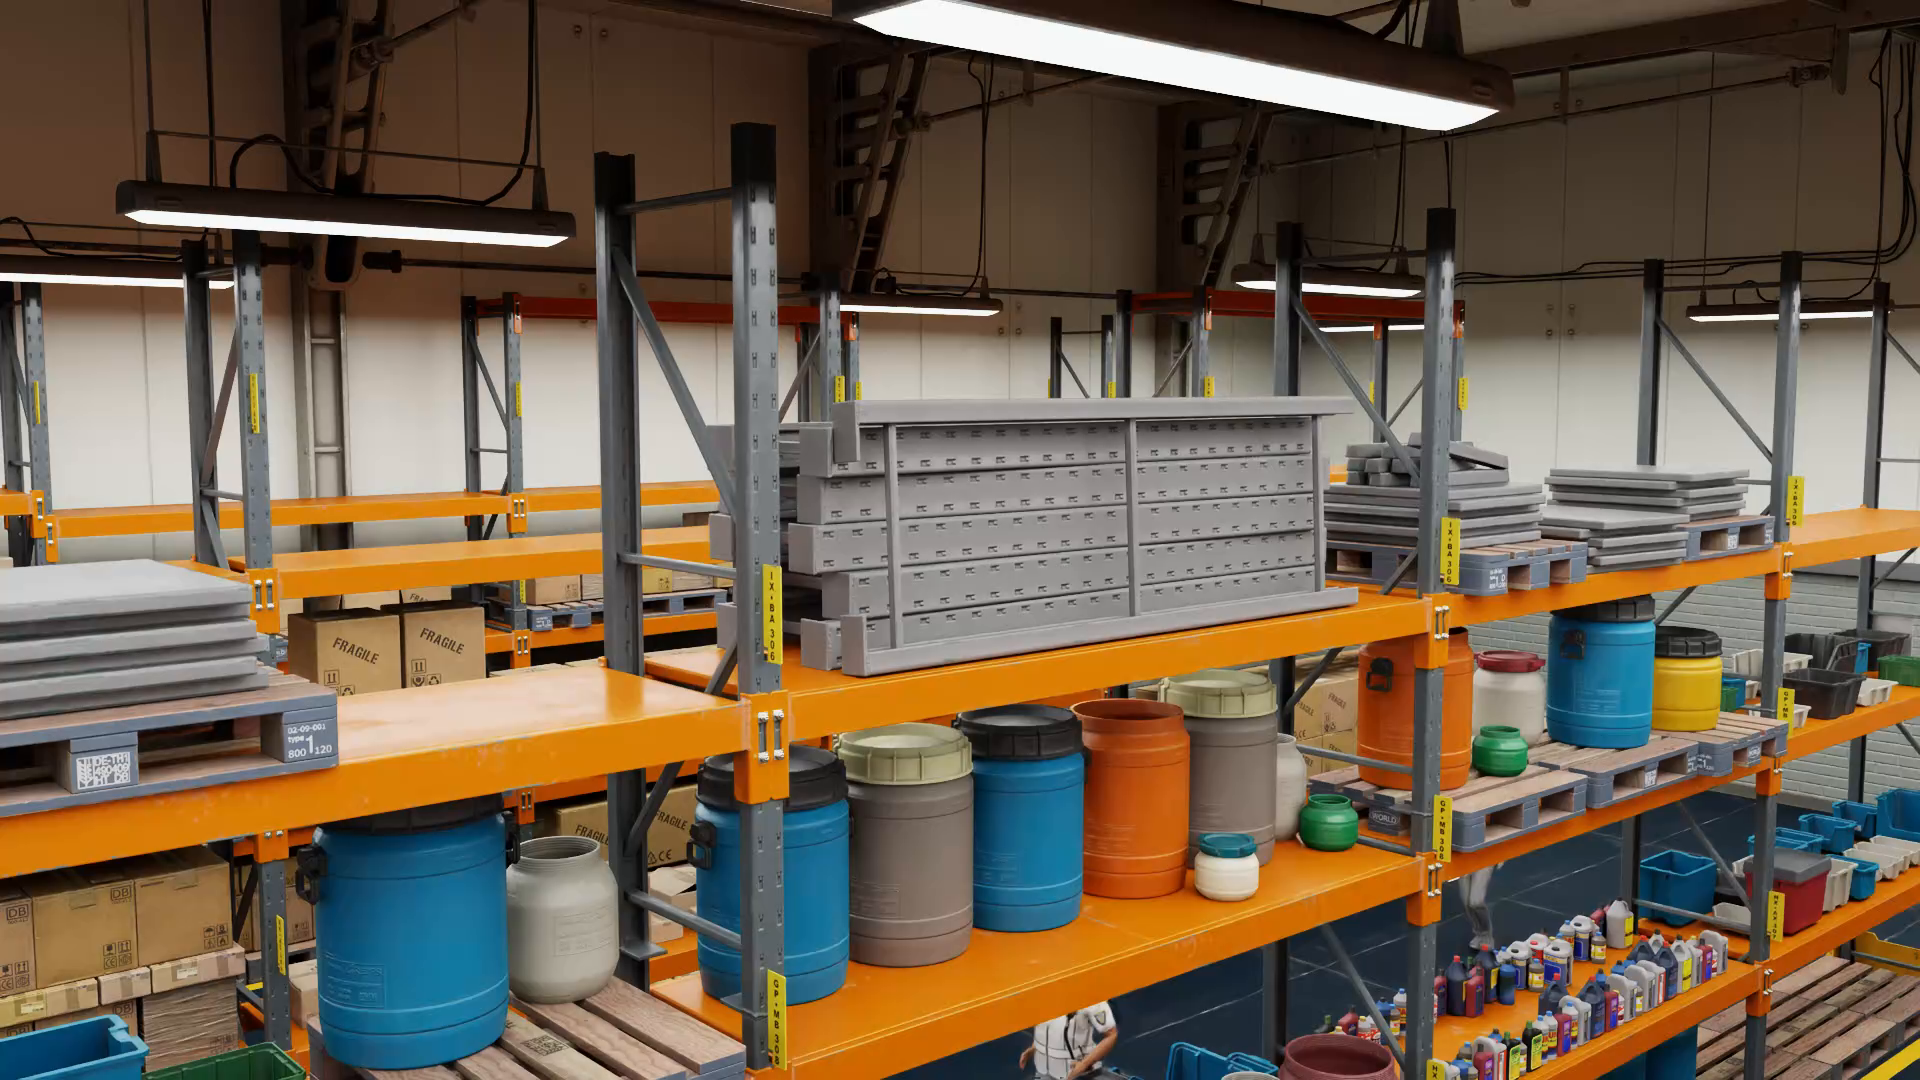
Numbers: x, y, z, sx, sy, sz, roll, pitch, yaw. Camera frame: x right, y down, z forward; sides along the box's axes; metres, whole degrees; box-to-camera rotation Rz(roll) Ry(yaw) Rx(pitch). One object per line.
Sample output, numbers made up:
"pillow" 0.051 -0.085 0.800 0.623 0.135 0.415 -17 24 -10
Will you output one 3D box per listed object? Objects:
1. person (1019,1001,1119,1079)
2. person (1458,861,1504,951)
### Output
"person" 0.698 3.370 10.585 0.671 1.617 0.620 -5 8 -44
"person" 4.635 2.912 15.035 0.618 1.675 0.625 4 7 38
